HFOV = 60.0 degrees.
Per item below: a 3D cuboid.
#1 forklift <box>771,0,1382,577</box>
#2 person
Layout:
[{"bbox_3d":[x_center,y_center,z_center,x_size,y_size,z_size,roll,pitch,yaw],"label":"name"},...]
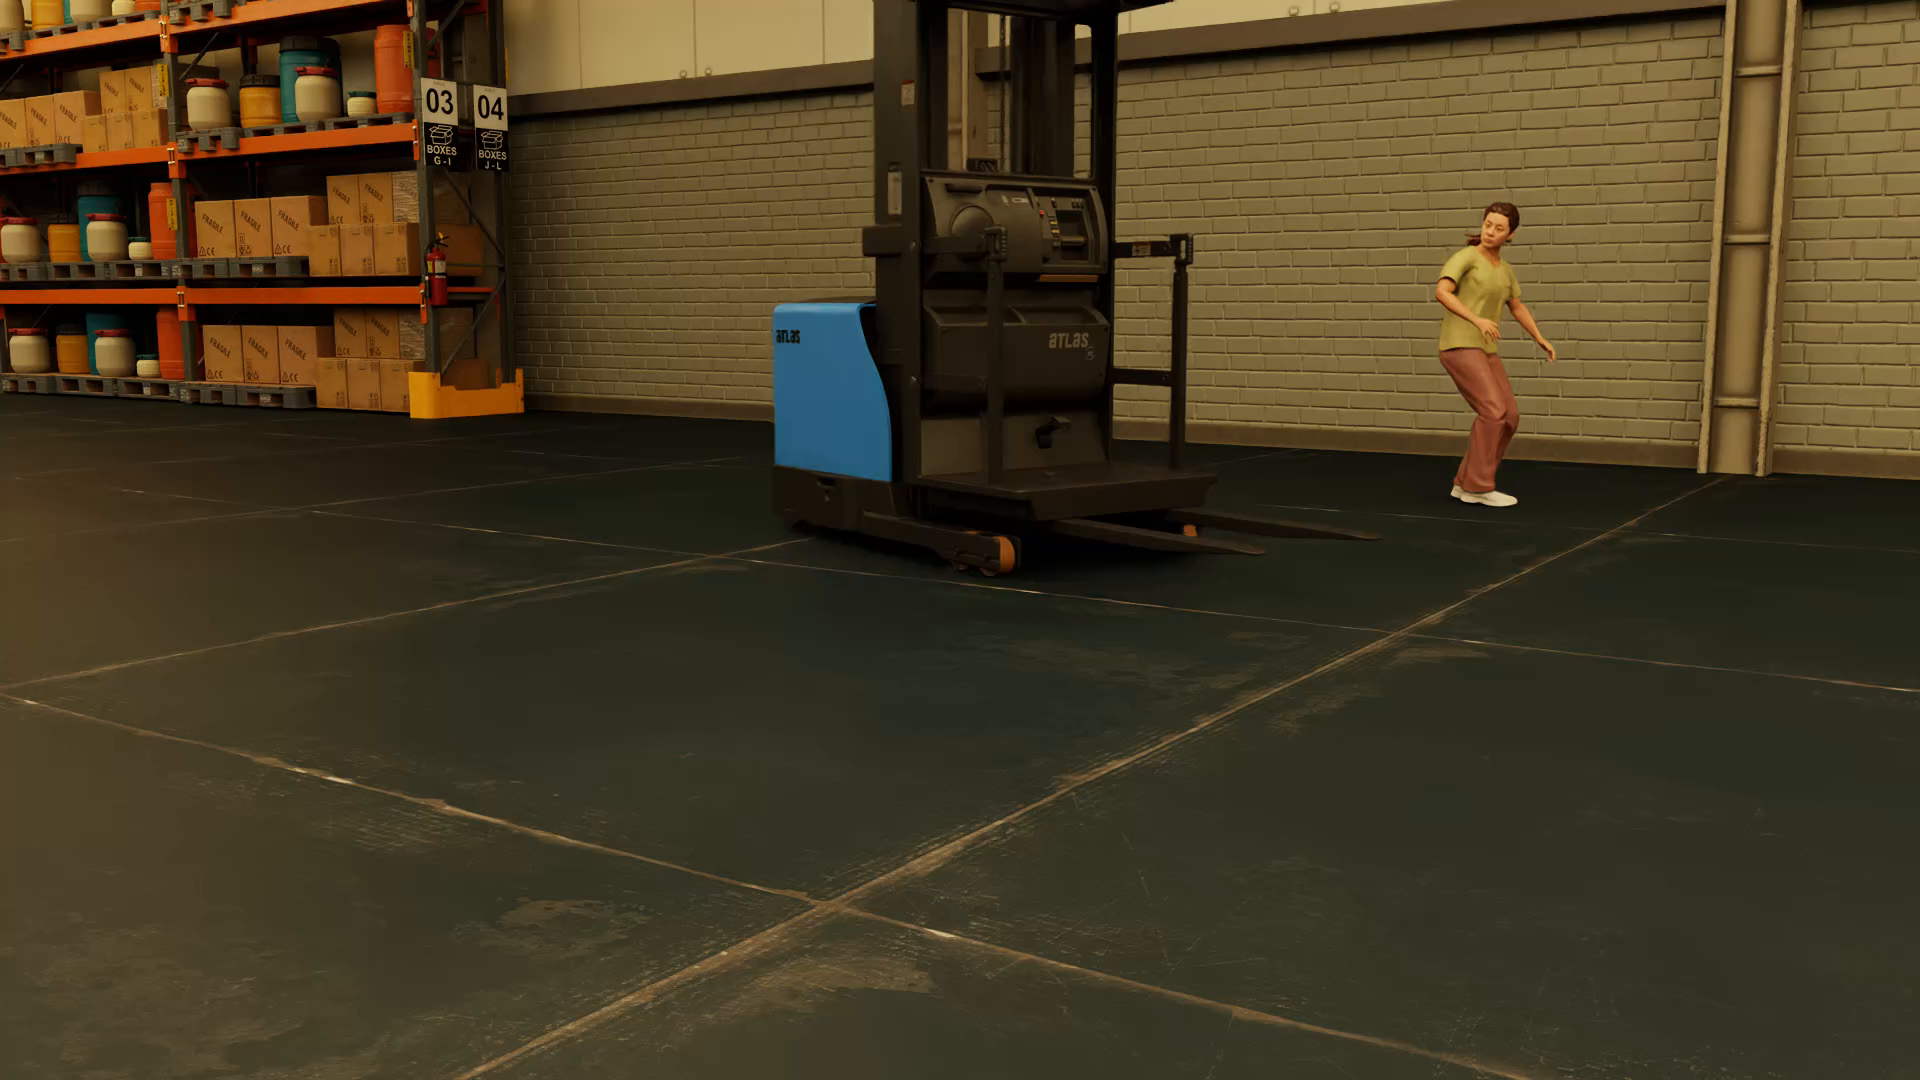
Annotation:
[{"bbox_3d":[0.377,-1.383,6.915,1.130,2.935,3.031,-6,10,-36],"label":"forklift"},{"bbox_3d":[2.850,-0.988,8.919,0.687,1.618,0.477,-7,11,-41],"label":"person"}]
